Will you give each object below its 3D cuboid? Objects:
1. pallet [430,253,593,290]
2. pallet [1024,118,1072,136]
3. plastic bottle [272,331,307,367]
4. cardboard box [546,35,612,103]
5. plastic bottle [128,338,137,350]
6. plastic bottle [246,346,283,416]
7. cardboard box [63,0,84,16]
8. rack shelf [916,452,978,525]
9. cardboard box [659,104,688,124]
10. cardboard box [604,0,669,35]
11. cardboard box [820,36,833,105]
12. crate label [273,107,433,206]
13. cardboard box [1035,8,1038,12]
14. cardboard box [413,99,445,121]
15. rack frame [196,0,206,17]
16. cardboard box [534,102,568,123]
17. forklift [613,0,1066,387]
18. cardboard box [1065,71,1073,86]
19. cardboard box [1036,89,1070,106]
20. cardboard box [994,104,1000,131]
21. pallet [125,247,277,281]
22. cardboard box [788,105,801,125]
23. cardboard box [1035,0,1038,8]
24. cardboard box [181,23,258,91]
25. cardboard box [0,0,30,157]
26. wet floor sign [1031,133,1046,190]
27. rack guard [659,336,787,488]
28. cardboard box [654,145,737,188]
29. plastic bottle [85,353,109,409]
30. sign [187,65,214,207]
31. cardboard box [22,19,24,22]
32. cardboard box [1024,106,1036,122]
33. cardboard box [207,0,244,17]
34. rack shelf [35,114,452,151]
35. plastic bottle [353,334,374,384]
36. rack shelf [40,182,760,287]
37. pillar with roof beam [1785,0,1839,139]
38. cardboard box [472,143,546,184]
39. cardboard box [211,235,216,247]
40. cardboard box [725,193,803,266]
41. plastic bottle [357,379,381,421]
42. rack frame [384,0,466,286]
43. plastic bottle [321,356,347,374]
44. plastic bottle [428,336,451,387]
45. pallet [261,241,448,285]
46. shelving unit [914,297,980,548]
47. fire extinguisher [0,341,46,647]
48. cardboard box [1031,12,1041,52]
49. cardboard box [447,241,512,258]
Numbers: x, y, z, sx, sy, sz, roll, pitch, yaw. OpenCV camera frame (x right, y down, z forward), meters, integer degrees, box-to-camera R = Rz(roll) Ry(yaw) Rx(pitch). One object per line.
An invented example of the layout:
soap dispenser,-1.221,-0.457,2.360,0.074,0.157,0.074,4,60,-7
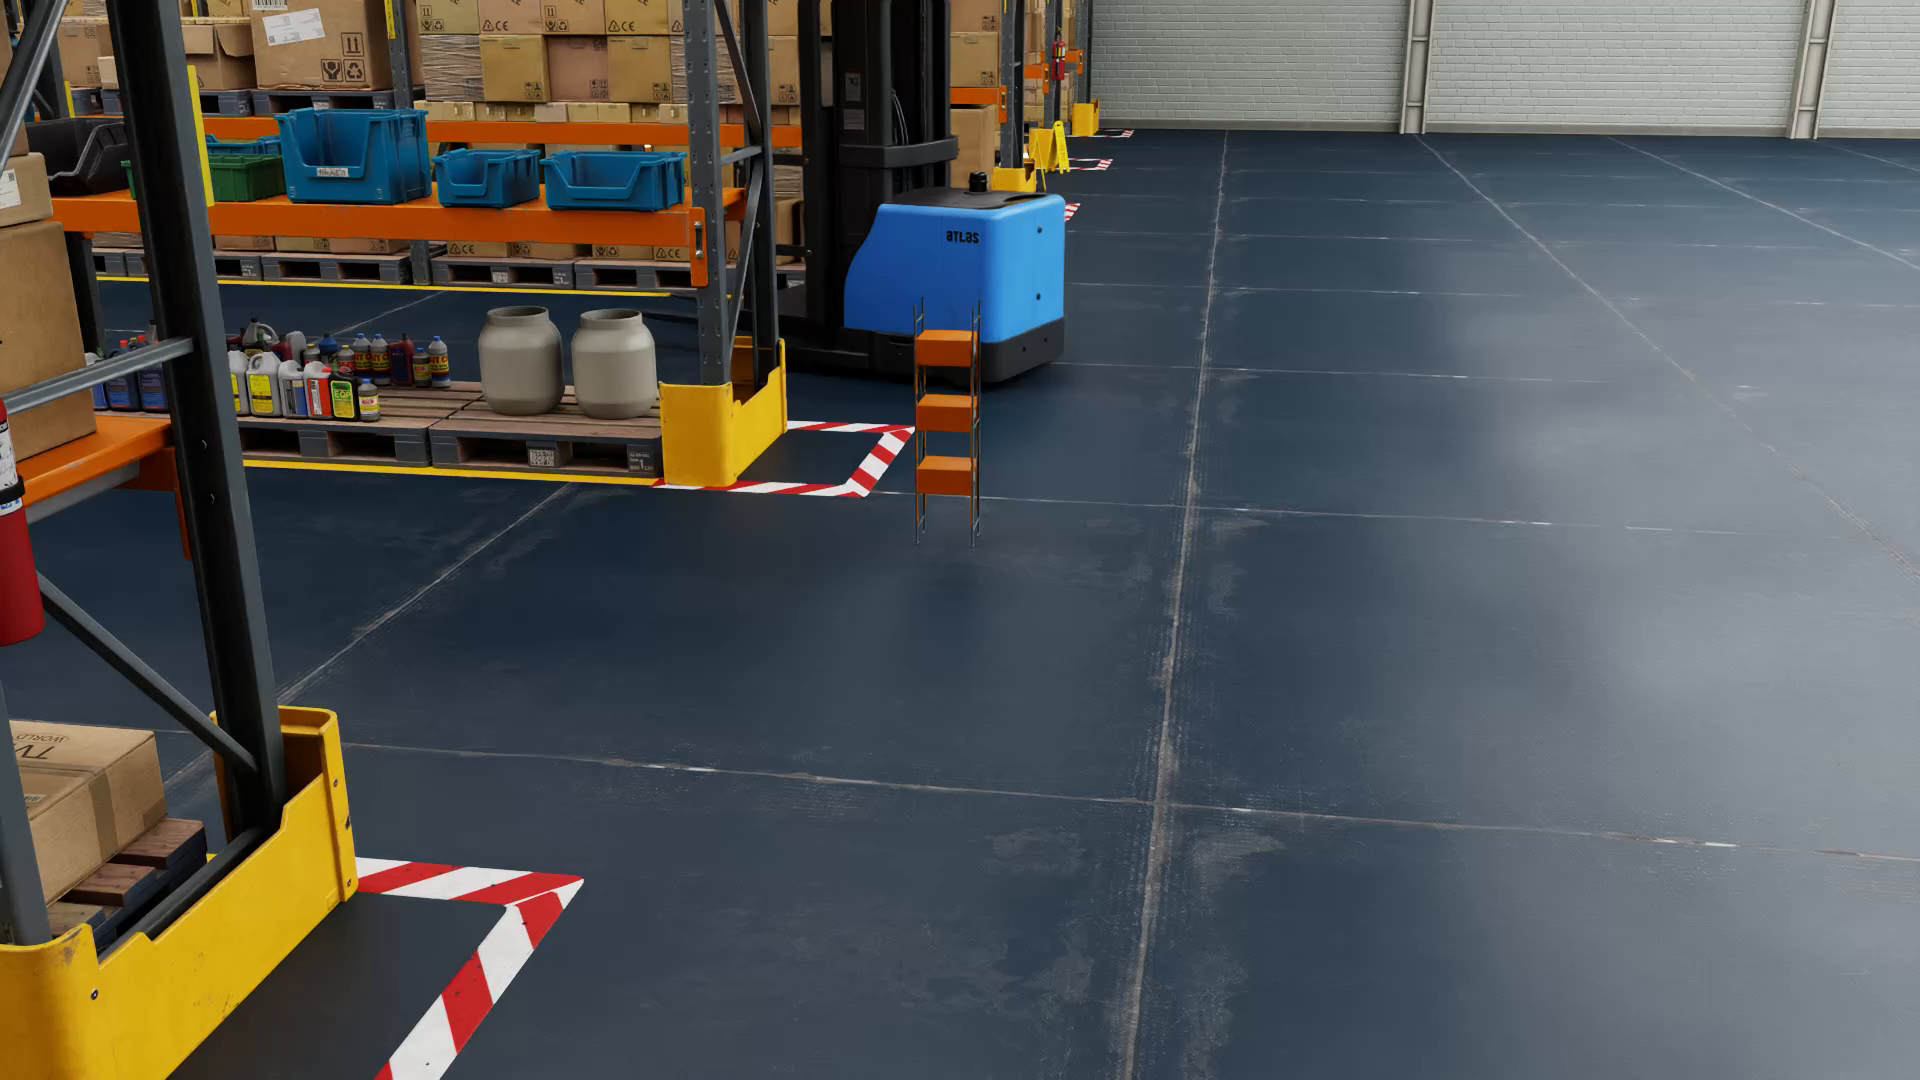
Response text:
pallet,-3.609,-2.285,13.799,1.213,0.211,1.003,3,19,9
pallet,1.265,-6.791,27.268,1.213,0.211,1.003,3,19,9
plastic bottle,-3.714,-1.018,9.216,0.135,0.276,0.152,3,19,10
cardboard box,-2.846,-3.746,13.146,0.500,0.500,0.875,3,19,9
plastic bottle,-4.656,-1.039,9.398,0.097,0.201,0.097,0,18,0
plastic bottle,-3.543,-0.820,8.507,0.185,0.351,0.144,4,19,11
cardboard box,-12.612,-7.674,23.779,0.500,0.500,0.500,3,19,9
rack shelf,-0.053,-0.227,7.236,0.240,0.259,0.215,3,19,9
cardboard box,-2.141,-3.302,12.839,0.250,0.149,0.380,3,19,9
cardboard box,-2.391,-4.118,12.682,0.500,0.500,0.500,3,19,9
cardboard box,-0.867,-3.653,12.868,0.500,0.500,0.875,3,19,9
crate label,-2.975,-1.901,8.203,0.616,0.435,0.502,3,19,9
cardboard box,1.136,-8.409,26.527,0.250,0.149,0.380,3,19,10
cardboard box,-4.114,-3.406,13.150,0.250,0.149,0.380,3,19,9
rack frame,-10.605,-7.137,23.906,0.127,3.000,1.000,3,19,9
cardboard box,-3.129,-3.350,12.984,0.250,0.149,0.380,3,19,9
forklift,-0.872,-2.617,10.507,3.031,2.935,1.130,10,21,27
cardboard box,1.582,-7.541,27.210,0.500,0.250,0.500,3,19,8
cardboard box,1.497,-7.147,26.820,0.500,0.250,0.500,3,19,8
cardboard box,0.411,-5.743,22.228,0.500,0.500,0.500,3,19,9
pallet,-6.255,-2.407,14.164,1.213,0.211,1.003,3,19,9
cardboard box,-1.145,-3.268,12.739,0.250,0.149,0.380,3,19,9
cardboard box,1.129,-8.544,26.462,0.250,0.149,0.380,3,19,10
cardboard box,-6.004,-3.936,13.515,0.637,0.503,0.797,5,19,14
cardboard box,-2.415,-1.018,3.416,0.500,0.500,0.700,3,19,9
wet floor sign,0.900,-4.480,19.674,0.232,0.644,0.267,0,19,-1
rack guard,-1.197,-0.680,8.549,0.348,0.500,1.175,3,19,9
cardboard box,-2.782,-4.317,18.163,0.875,0.875,0.875,3,19,9
plastic bottle,-4.495,-0.834,8.667,0.135,0.276,0.152,4,19,11
sign,-1.810,-0.947,3.916,0.005,0.325,0.100,3,19,9
cardboard box,-10.199,-5.740,18.528,0.250,0.149,0.380,3,19,8
cardboard box,1.023,-6.936,26.978,0.500,0.250,0.500,3,19,9
cardboard box,-10.216,-7.546,23.396,0.500,0.500,0.500,3,19,9
rack shelf,-6.253,-3.389,13.839,4.000,0.370,1.077,3,19,9
plastic bottle,-3.292,-1.003,9.179,0.097,0.271,0.097,0,18,0
rack shelf,-3.089,-1.636,8.600,4.000,0.370,1.077,3,19,9
pillar with roof beam,12.647,-9.298,20.910,0.400,9.000,9.100,3,19,9
cardboard box,-4.971,-4.364,18.501,0.750,0.750,1.050,3,19,9
cardboard box,-6.452,-2.777,14.120,0.500,0.500,0.700,5,19,13
cardboard box,-1.538,-2.498,13.320,0.500,0.500,0.500,8,20,23
plastic bottle,-2.997,-0.713,8.425,0.097,0.201,0.097,0,18,0
rack frame,-4.278,-3.630,13.424,0.127,3.000,1.000,3,19,9
plastic bottle,-3.225,-0.807,8.575,0.133,0.283,0.061,3,19,9
plastic bottle,-2.855,-0.980,9.112,0.097,0.271,0.097,0,18,0
pallet,-5.047,-2.346,13.982,1.213,0.211,1.003,3,19,9
shelving unit,-0.053,-0.501,7.145,0.252,1.050,0.215,3,19,9
fire extinguisher,-1.861,-0.137,3.107,0.183,0.674,0.296,3,19,9
cardboard box,0.819,-6.832,22.369,0.500,0.500,0.500,3,19,8
cardboard box,-3.890,-2.611,13.656,0.500,0.500,0.500,2,19,7
